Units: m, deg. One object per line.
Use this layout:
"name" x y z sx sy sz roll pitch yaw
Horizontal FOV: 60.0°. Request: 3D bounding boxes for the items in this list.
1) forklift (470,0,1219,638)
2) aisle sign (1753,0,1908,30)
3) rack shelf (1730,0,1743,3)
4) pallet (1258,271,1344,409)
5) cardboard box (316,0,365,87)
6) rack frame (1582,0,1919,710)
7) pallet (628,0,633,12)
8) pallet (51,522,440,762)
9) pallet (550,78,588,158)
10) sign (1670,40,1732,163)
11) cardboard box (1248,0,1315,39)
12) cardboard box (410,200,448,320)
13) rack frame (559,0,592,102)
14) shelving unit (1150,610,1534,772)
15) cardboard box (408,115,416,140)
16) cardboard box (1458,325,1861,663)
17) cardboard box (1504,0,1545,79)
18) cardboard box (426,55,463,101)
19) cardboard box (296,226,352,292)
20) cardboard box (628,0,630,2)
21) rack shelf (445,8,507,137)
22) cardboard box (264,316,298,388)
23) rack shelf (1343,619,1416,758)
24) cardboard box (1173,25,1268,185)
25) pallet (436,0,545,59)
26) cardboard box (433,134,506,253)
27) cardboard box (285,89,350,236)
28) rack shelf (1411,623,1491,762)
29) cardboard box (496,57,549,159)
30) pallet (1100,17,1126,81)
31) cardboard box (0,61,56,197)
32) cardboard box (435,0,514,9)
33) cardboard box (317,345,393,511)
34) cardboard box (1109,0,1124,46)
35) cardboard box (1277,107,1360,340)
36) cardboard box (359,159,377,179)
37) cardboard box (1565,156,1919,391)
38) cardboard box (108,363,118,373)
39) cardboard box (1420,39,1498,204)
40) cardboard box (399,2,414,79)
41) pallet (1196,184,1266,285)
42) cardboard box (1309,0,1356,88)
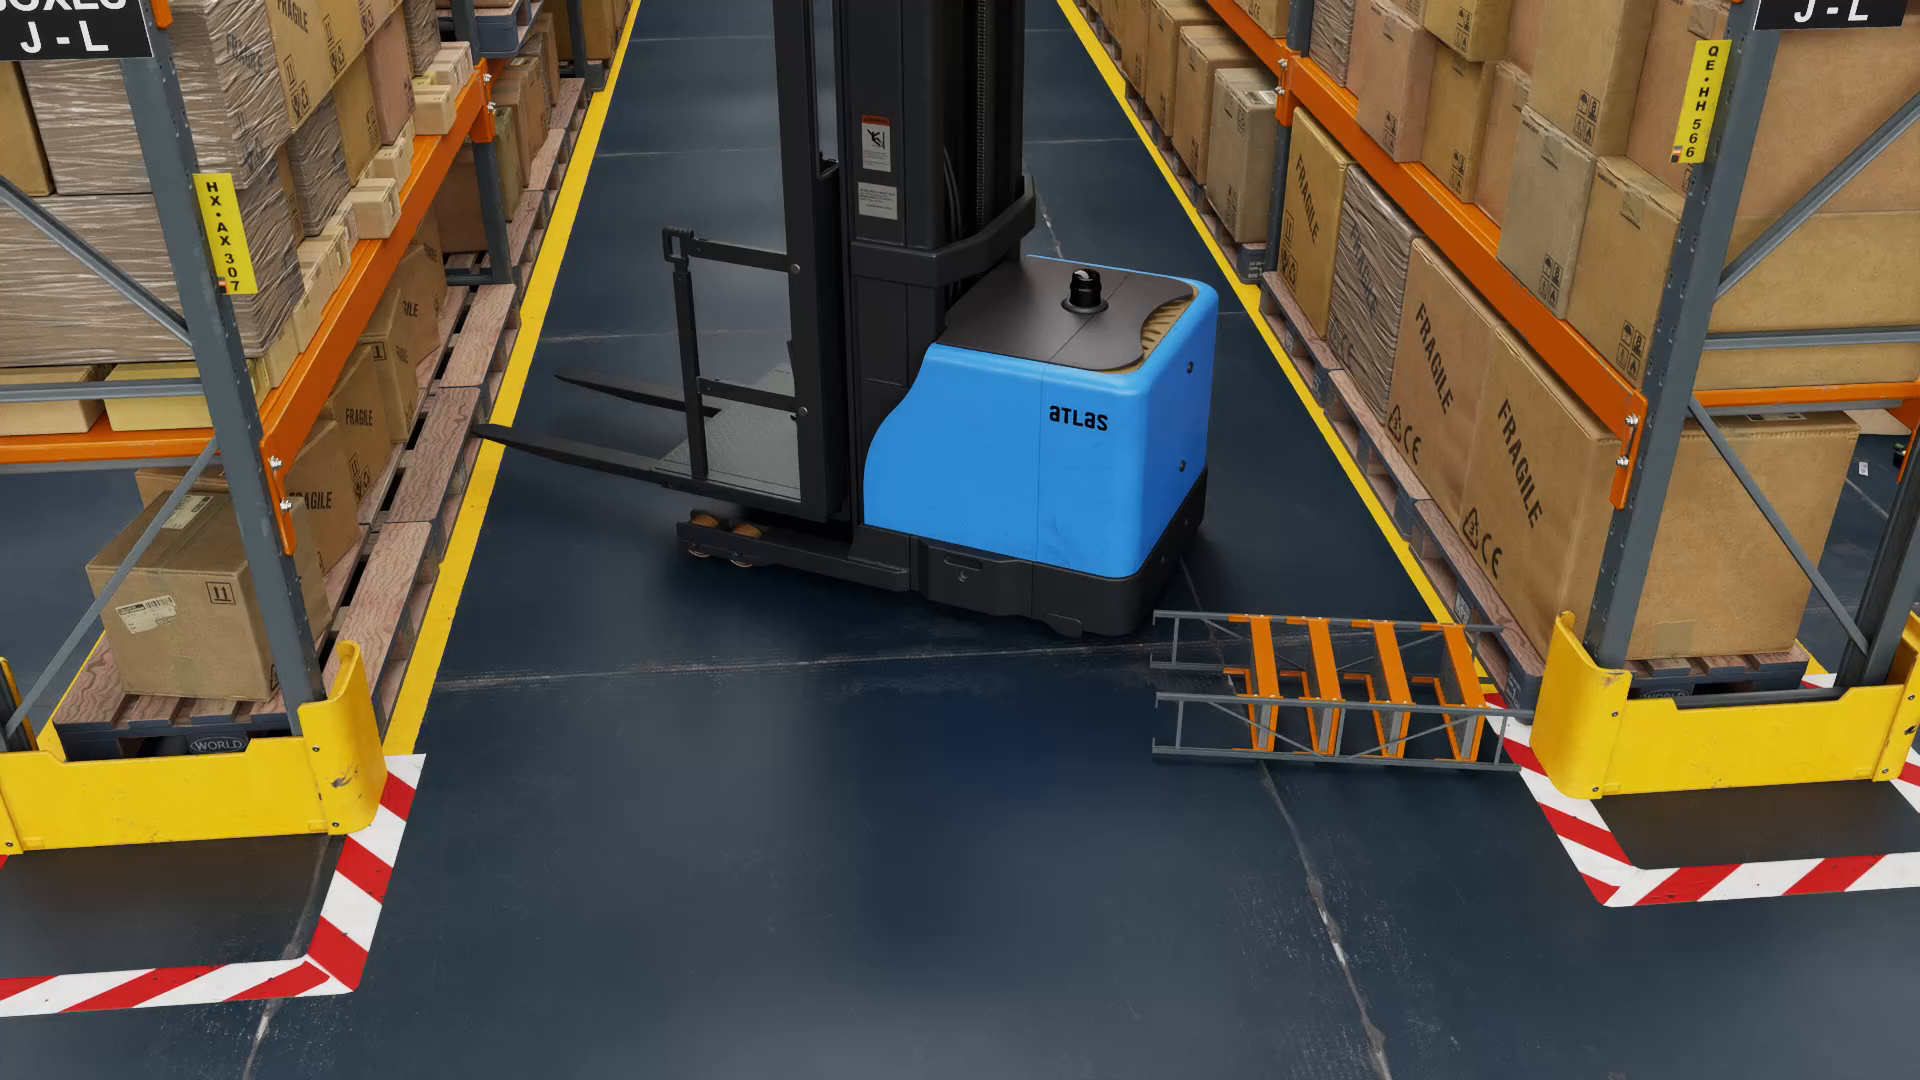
"forklift" -0.573 -1.385 6.210 3.031 2.935 1.130 12 33 20
"aisle sign" 2.213 -1.644 4.041 0.394 0.787 0.004 -3 31 -5
"rack shelf" 2.318 -2.578 5.917 1.077 0.370 4.000 -3 31 -5
"pallet" 2.124 -1.031 8.270 1.003 0.211 1.213 -3 31 -5
"cardboard box" -2.311 -1.797 5.470 0.500 0.500 0.500 -3 31 -5
"rack frame" 2.505 -0.578 4.793 1.000 3.000 0.127 -3 31 -5
"pallet" -3.417 -4.931 14.800 1.003 0.211 1.213 -3 31 -5
"pallet" -2.491 0.350 5.958 1.003 0.211 1.213 -3 31 -5
"pallet" -3.119 -2.880 11.366 1.003 0.211 1.213 -3 31 -5
"sign" 1.963 -1.158 4.403 0.100 0.325 0.005 -3 31 -5
"cardboard box" 1.816 -2.917 8.611 0.500 0.500 0.500 -3 31 -5
"cardboard box" -2.819 -1.335 8.088 0.500 0.500 0.500 -4 31 -6
"rack frame" -3.190 -4.476 11.319 1.000 3.000 0.127 -3 31 -5
"shelving unit" 1.255 0.501 5.625 1.200 0.258 0.503 2 31 4
"cardboard box" -2.500 -1.716 6.942 0.380 0.149 0.250 -3 31 -5
"cardboard box" 2.376 -0.189 5.804 0.875 0.875 0.875 -3 31 -4
"cardboard box" 2.448 -1.866 5.750 0.875 0.550 0.550 -3 31 -5
"cardboard box" -2.490 -2.103 7.590 0.380 0.149 0.250 -3 31 -5
"cardboard box" -2.305 -0.953 5.665 0.380 0.149 0.250 -3 31 -5
"cardboard box" -3.400 -5.005 13.866 1.225 0.875 0.875 -4 31 -6
"rack shelf" -3.003 -3.146 9.794 1.077 0.370 4.000 -3 31 -5
"cardboard box" -2.236 -0.570 5.024 0.380 0.149 0.250 -3 31 -5
"rack shelf" 1.411 0.507 5.614 0.148 0.258 0.480 2 31 4
"cardboard box" 1.897 -2.640 10.029 1.050 0.750 0.750 -3 31 -5
"pallet" -2.743 -2.749 8.614 1.003 0.211 1.213 -3 31 -5
"cardboard box" -2.853 -1.864 8.955 0.700 0.500 0.500 -5 31 -8
"cardboard box" -2.637 -1.352 5.700 0.875 0.500 0.500 -3 31 -5
"rack shelf" 1.646 0.517 5.597 0.148 0.258 0.480 2 31 4
"cardboard box" -2.983 -2.679 10.319 0.700 0.500 0.500 0 31 0
"pallet" 1.686 -3.864 13.014 1.003 0.211 1.213 -3 31 -5
"cardboard box" -2.740 -1.261 4.573 0.500 0.500 0.500 -3 31 -5
"cardboard box" -2.751 -3.284 8.329 1.000 1.000 1.000 -3 31 -4
"cardboard box" -2.614 -0.443 6.594 0.500 0.500 0.500 0 31 0
"cardboard box" 1.436 -4.093 12.705 0.500 0.500 0.500 -3 31 -5
"cardboard box" 2.120 -1.564 8.106 0.875 0.875 0.875 -2 31 -4
"cardboard box" -2.431 -1.333 6.301 0.380 0.149 0.250 -3 31 -5
"cardboard box" 2.425 -0.830 5.068 0.875 0.550 0.550 -3 31 -5
"cardboard box" -2.698 -0.547 4.986 0.380 0.149 0.250 -3 31 -5
"cardboard box" 2.334 -1.670 6.474 0.875 0.550 0.500 -3 31 -5
"cardboard box" -2.824 -2.115 6.978 0.875 0.500 0.500 -3 31 -5
"pallet" 1.984 -1.813 9.580 1.003 0.211 1.213 -3 31 -5
"cardboard box" 2.177 -2.497 7.859 0.875 0.550 0.550 -3 31 -5
